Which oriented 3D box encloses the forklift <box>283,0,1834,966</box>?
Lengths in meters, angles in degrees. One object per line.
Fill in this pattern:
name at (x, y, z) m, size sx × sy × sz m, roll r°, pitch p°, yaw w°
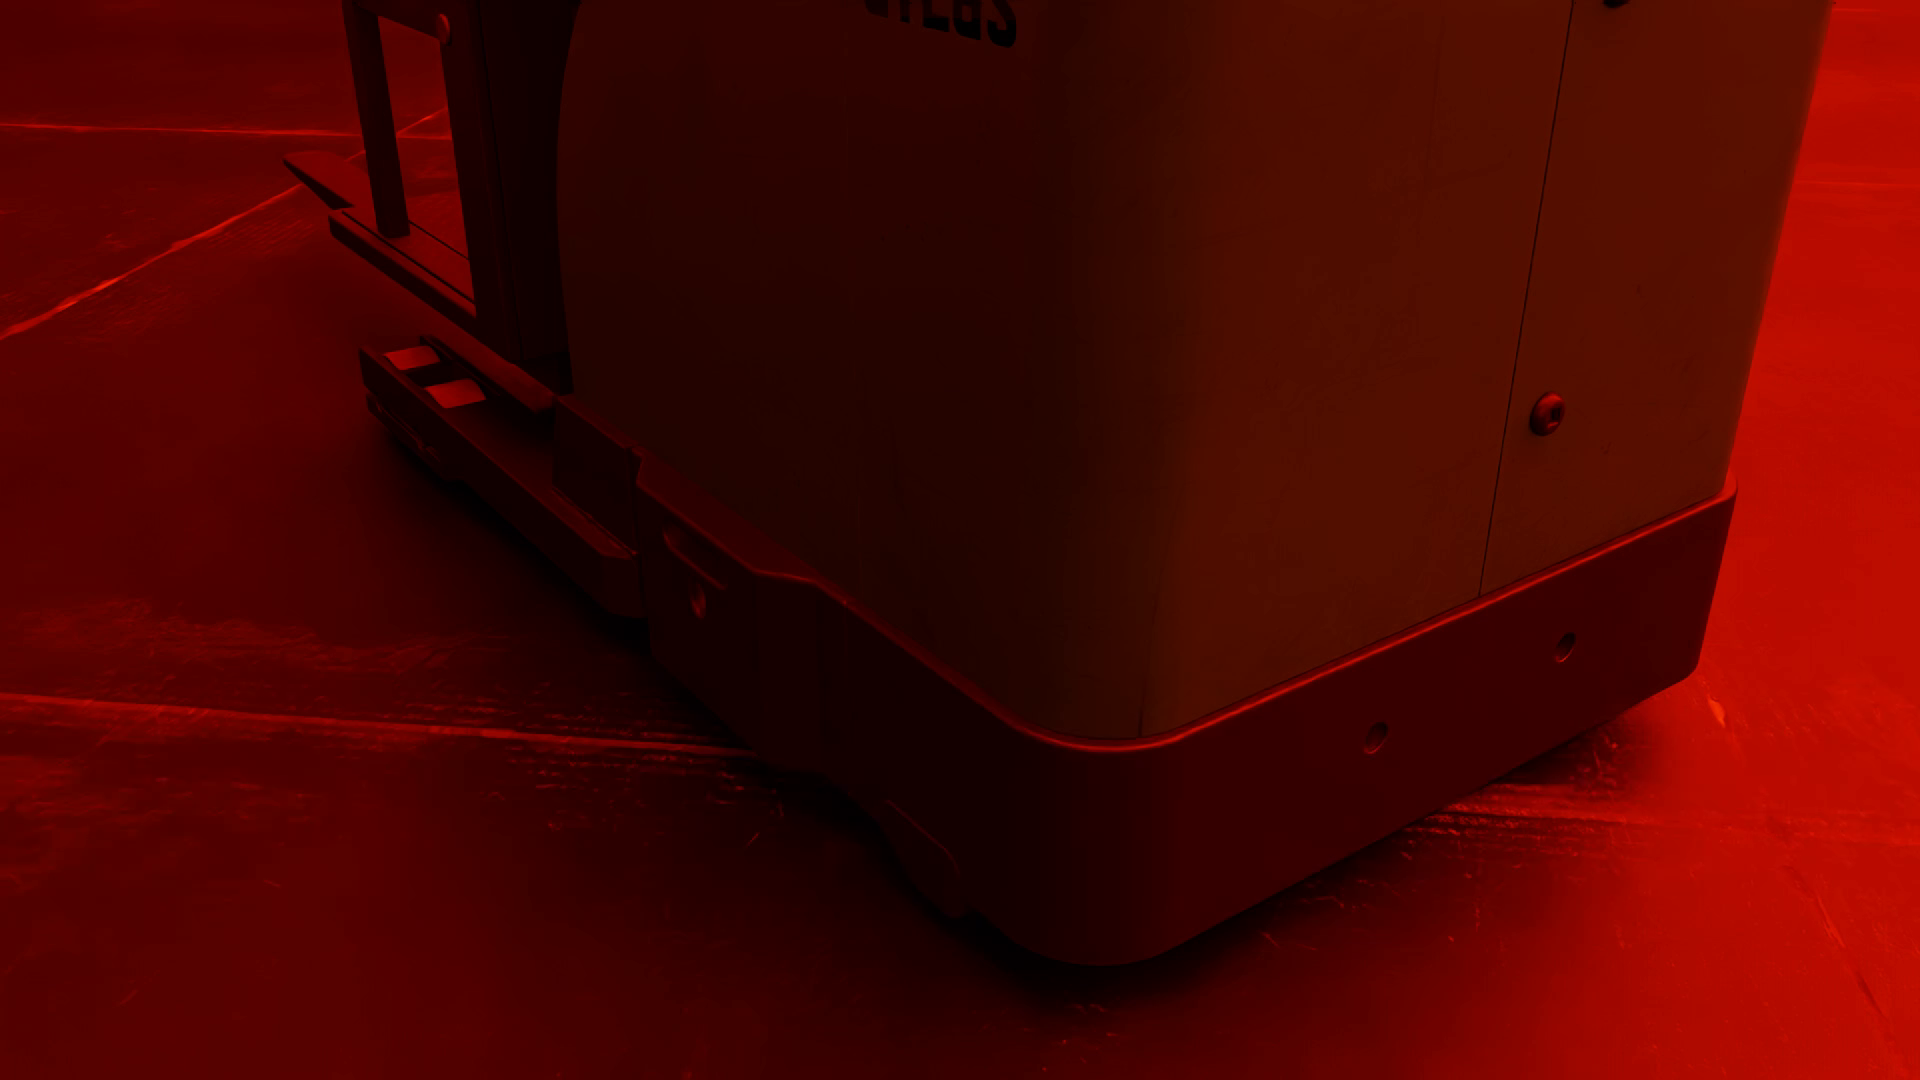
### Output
forklift at (-0.356, -1.517, 2.257) m, size 1.130 × 2.935 × 3.031 m, roll -18°, pitch 32°, yaw -32°
